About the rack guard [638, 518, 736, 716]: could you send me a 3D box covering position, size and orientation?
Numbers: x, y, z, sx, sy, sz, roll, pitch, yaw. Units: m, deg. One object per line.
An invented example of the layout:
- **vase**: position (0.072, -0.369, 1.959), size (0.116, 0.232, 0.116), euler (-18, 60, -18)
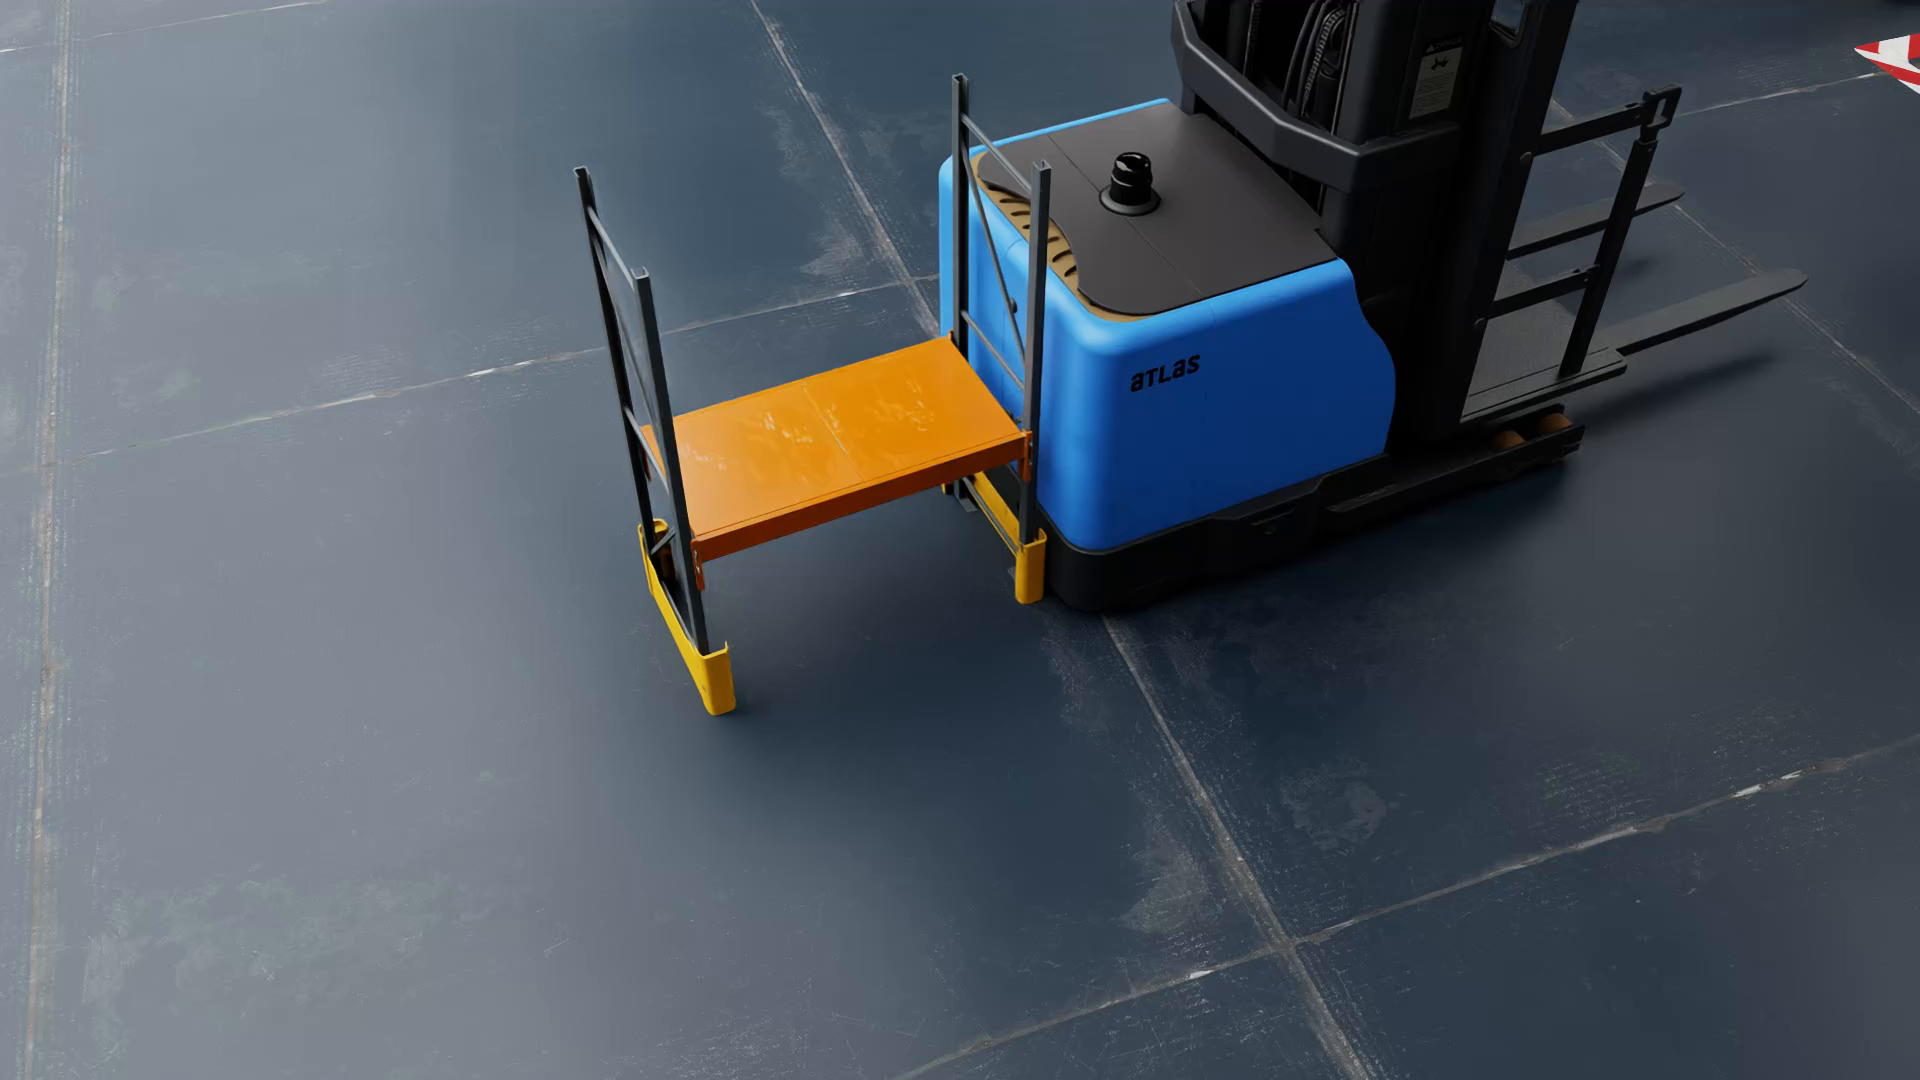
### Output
- **rack guard**: position (-0.799, 0.219, 4.855), size (0.087, 0.250, 0.587), euler (-19, 48, -18)

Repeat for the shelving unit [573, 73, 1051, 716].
- **shelving unit**: position (-0.350, -0.375, 4.565), size (1.083, 1.500, 0.587), euler (-19, 48, -18)

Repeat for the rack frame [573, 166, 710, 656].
- **rack frame**: position (-0.816, -0.216, 4.407), size (0.032, 1.500, 0.500), euler (-19, 48, -18)

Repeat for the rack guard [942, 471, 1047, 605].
- **rack guard**: position (0.099, -0.086, 5.160), size (0.087, 0.250, 0.587), euler (-19, 48, -18)

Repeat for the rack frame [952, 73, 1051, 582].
- **rack frame**: position (0.100, -0.528, 4.717), size (0.032, 1.500, 0.500), euler (-19, 48, -18)

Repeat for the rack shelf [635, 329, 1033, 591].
- **rack shelf**: position (-0.358, -0.245, 4.689), size (1.000, 0.185, 0.538), euler (-19, 48, -18)

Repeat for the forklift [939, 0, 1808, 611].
- **forklift**: position (1.480, -1.547, 4.722), size (3.031, 2.935, 1.130), euler (-19, 48, -18)
